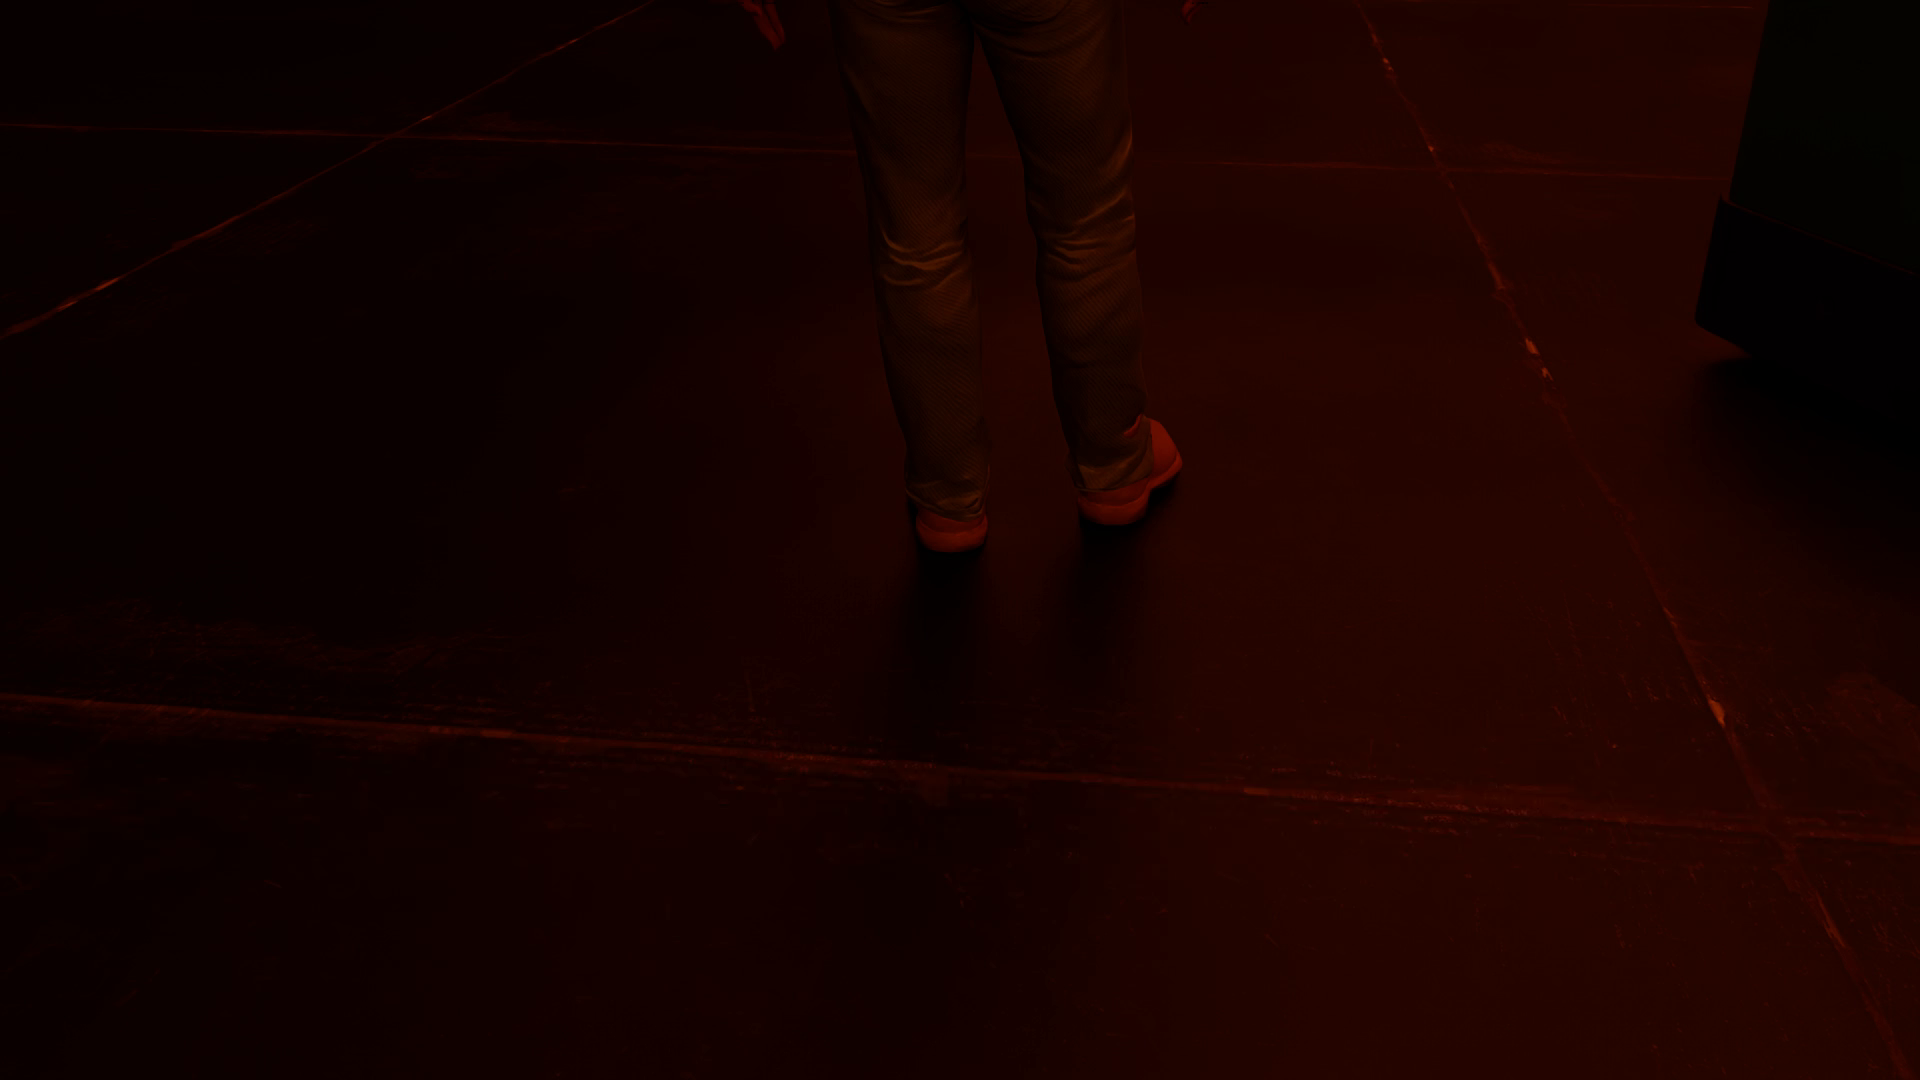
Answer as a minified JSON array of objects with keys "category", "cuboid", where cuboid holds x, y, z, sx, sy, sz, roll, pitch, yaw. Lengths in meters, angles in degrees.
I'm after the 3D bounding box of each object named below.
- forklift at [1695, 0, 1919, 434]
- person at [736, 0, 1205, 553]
[{"category":"forklift","cuboid":[2.975,-1.645,2.513,3.031,2.935,1.130,-7,27,-14]},{"category":"person","cuboid":[0.014,-0.828,2.166,0.666,1.768,0.571,3,27,7]}]
